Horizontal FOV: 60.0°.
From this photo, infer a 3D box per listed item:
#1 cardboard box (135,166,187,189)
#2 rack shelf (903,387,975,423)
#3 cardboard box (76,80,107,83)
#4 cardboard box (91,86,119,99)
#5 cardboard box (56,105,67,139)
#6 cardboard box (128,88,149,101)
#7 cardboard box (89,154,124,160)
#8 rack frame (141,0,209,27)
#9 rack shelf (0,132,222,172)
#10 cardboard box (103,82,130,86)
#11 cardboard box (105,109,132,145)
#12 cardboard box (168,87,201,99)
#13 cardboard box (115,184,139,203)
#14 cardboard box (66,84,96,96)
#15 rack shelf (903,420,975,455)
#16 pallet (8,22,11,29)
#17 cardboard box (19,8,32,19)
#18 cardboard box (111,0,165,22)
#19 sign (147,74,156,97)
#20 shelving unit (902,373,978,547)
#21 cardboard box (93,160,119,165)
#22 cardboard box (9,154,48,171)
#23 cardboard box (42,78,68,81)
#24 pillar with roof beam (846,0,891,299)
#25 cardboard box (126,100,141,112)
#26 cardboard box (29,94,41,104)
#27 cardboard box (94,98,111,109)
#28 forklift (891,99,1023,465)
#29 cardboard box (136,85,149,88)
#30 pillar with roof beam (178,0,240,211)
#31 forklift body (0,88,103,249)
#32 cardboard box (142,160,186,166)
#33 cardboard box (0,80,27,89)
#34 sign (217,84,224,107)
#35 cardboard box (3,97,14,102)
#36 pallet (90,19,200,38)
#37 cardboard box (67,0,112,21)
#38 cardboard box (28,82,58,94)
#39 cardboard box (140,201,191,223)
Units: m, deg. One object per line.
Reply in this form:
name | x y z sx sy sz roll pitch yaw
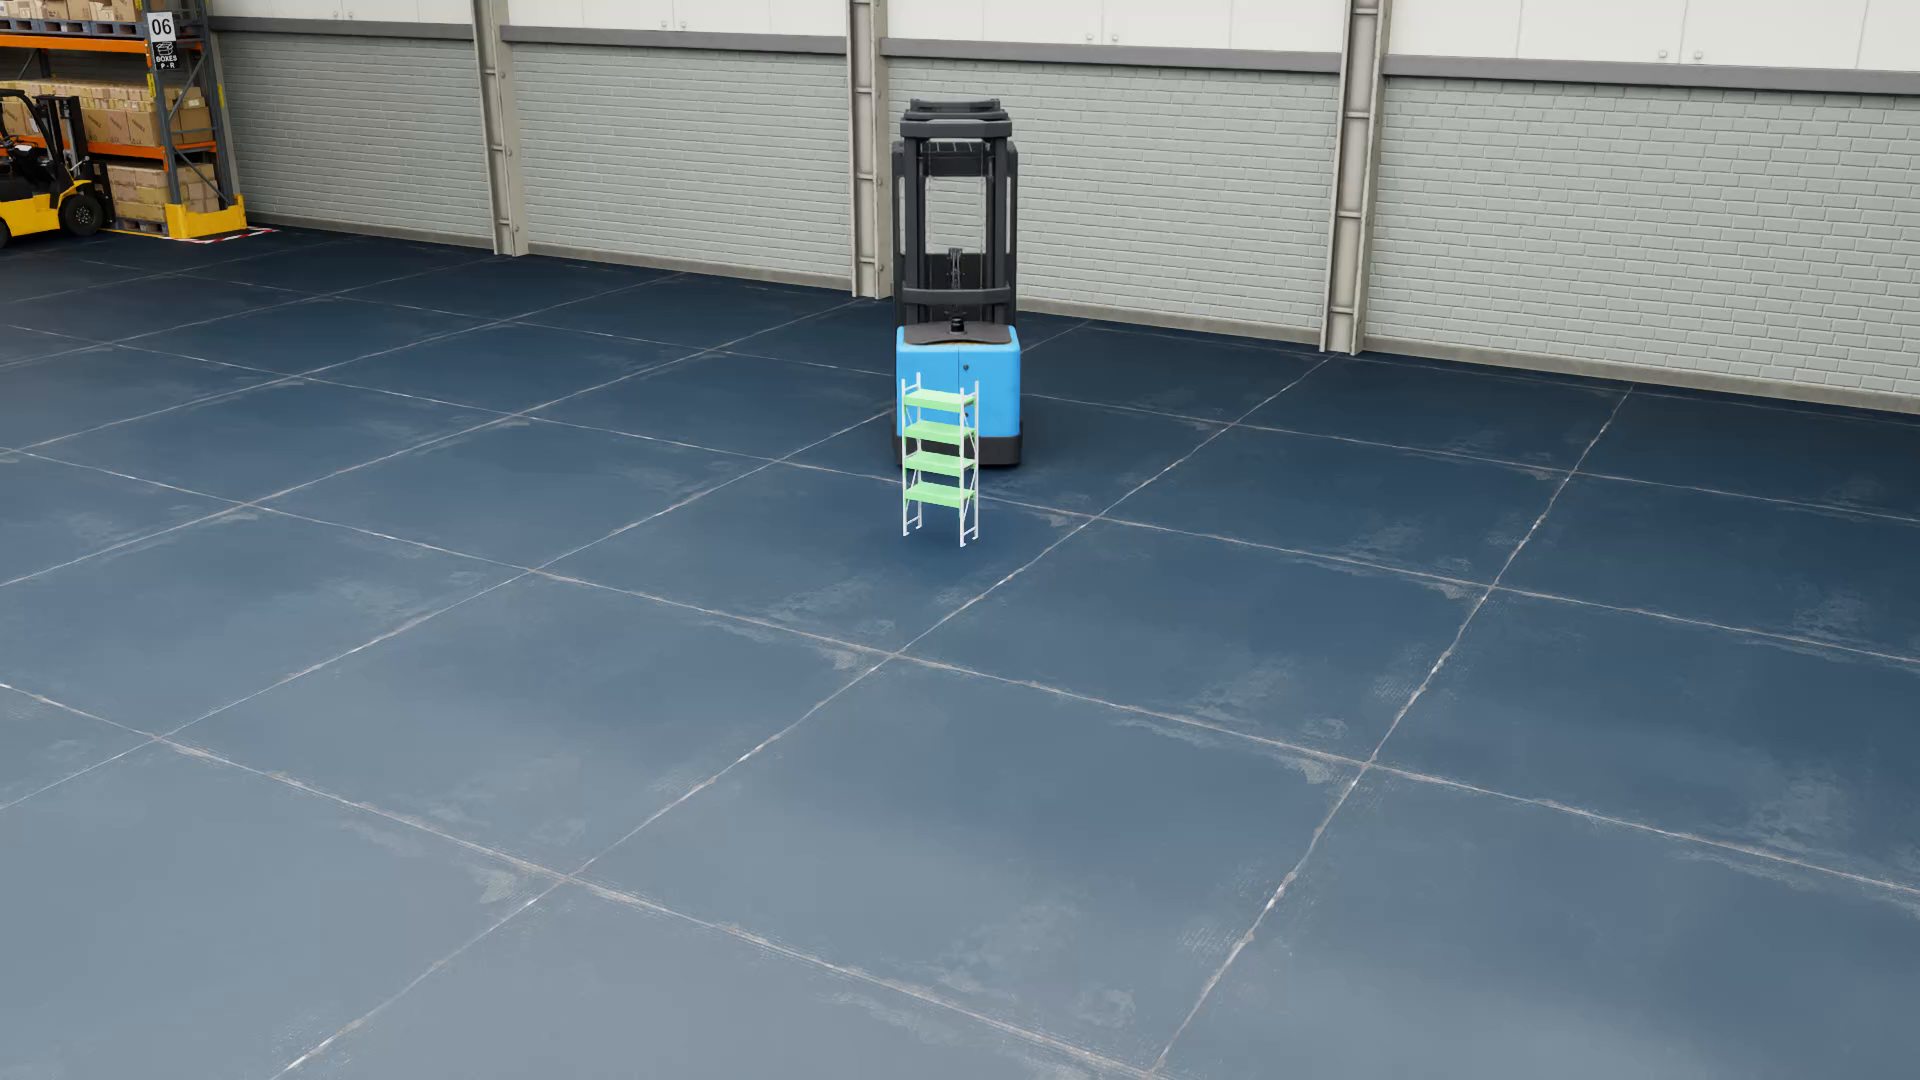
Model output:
cardboard box | -11.964 -5.436 24.903 0.500 0.250 0.500 12 23 29
rack shelf | -0.145 -0.983 12.095 0.480 0.148 0.258 11 23 27
cardboard box | -13.574 -7.105 26.020 0.250 0.149 0.380 10 22 26
cardboard box | -12.760 -6.707 24.923 0.250 0.149 0.380 11 23 29
cardboard box | -13.736 -6.473 25.664 0.500 0.500 0.500 11 22 27
cardboard box | -12.056 -6.598 24.621 0.250 0.149 0.380 11 23 27
cardboard box | -13.493 -5.925 26.252 0.500 0.250 0.500 11 23 28
rack frame | -11.410 -8.898 23.698 0.127 3.000 1.000 11 23 27
rack shelf | -13.156 -6.072 25.760 4.000 0.370 1.077 11 23 27
cardboard box | -12.935 -6.955 25.604 0.250 0.149 0.380 11 23 28
cardboard box | -12.416 -6.217 24.959 0.500 0.500 0.500 12 23 29
cardboard box | -11.599 -6.689 24.872 0.250 0.149 0.380 10 22 26
cardboard box | -12.420 -5.292 25.238 0.500 0.250 0.500 11 22 27
cardboard box | -13.379 -6.866 25.361 0.250 0.149 0.380 11 23 28
rack shelf | -0.145 -0.757 12.176 0.480 0.148 0.258 11 23 27
pallet | -15.678 -8.206 26.470 1.217 0.209 0.805 10 22 25
cardboard box | -13.987 -7.986 25.190 0.250 0.149 0.380 12 23 29
cardboard box | -11.915 -7.780 24.107 0.500 0.500 0.500 12 23 29
sign | -11.686 -6.574 24.044 0.005 0.325 0.100 11 23 27
shelving unit | -0.145 -0.592 12.236 0.503 1.200 0.258 11 23 27
cardboard box | -13.296 -5.687 25.594 0.500 0.250 0.500 10 22 26
cardboard box | -14.632 -5.944 26.302 0.500 0.250 0.500 10 22 26
cardboard box | -14.277 -7.217 26.329 0.250 0.149 0.380 10 22 26
pillar with roof beam | -3.201 -6.005 15.722 0.400 9.000 9.100 11 23 27
cardboard box | -12.087 -6.437 24.615 0.250 0.149 0.380 11 23 28
cardboard box | -14.105 -6.823 25.677 0.250 0.149 0.380 11 23 28
cardboard box | -12.750 -6.574 24.991 0.250 0.149 0.380 10 22 26
forklift | -0.053 -2.454 14.831 1.130 2.935 3.031 -1 20 -2
cardboard box | -12.257 -6.828 25.255 0.250 0.149 0.380 11 23 28
pillar with roof beam | -13.677 -8.000 21.224 0.400 9.000 9.100 11 23 27
forklift body | -13.955 -5.451 24.238 1.214 2.155 2.313 11 23 27
cardboard box | -12.175 -5.671 25.549 0.500 0.250 0.500 11 23 27
cardboard box | -14.768 -7.093 25.987 0.250 0.149 0.380 11 23 28
sign | -11.134 -6.686 25.013 0.005 0.325 0.100 11 23 27
cardboard box | -14.752 -6.963 26.065 0.250 0.149 0.380 10 22 26
pallet | -12.014 -7.571 24.570 1.213 0.211 1.003 11 23 27
cardboard box | -12.760 -7.980 24.658 0.500 0.500 0.700 11 23 28
cardboard box | -14.094 -6.963 25.629 0.250 0.149 0.380 11 23 28
cardboard box | -11.974 -4.967 25.074 0.500 0.250 0.500 11 23 28
